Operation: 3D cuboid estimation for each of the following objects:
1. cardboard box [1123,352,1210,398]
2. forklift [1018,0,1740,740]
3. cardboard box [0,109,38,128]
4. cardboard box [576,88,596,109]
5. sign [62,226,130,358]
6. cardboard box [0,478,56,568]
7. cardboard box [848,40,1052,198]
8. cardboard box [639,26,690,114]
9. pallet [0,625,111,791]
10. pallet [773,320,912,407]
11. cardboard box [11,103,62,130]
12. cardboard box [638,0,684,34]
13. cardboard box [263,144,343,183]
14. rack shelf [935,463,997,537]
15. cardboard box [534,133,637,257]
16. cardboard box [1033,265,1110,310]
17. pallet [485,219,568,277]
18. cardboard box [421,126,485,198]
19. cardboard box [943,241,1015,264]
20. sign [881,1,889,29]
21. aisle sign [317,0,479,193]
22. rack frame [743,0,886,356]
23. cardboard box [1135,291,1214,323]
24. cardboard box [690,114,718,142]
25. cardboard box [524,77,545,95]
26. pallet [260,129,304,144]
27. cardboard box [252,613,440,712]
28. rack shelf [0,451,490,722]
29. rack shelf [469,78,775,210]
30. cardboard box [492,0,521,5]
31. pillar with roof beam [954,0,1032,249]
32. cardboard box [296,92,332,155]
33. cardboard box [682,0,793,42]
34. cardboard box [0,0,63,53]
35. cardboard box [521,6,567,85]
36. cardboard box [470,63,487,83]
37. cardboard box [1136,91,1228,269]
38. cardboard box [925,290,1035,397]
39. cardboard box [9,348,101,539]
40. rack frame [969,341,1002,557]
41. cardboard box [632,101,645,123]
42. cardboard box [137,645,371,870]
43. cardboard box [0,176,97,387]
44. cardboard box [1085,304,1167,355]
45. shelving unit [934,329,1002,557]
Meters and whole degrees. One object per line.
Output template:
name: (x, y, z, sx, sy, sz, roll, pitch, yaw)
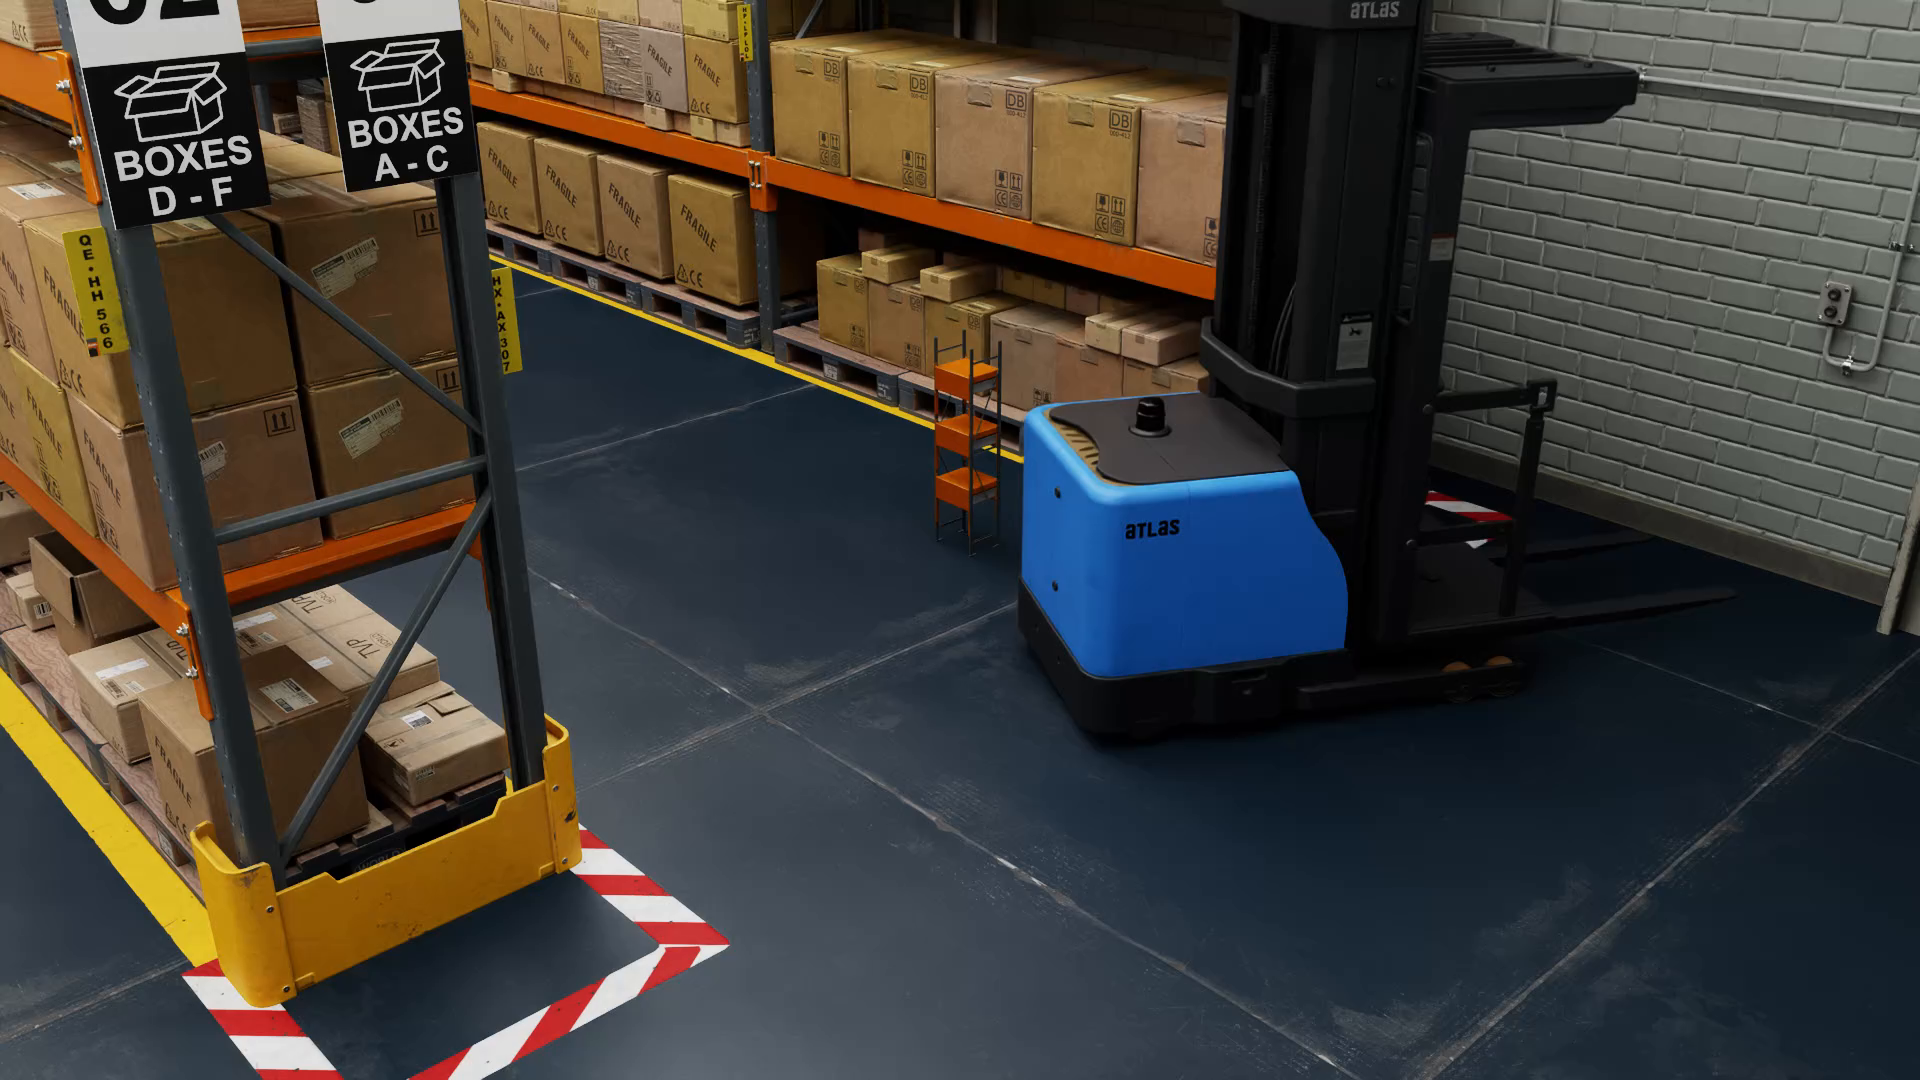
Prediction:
cardboard box: (1.277, -0.756, 8.799, 0.700, 0.500, 0.500, -21, 32, -38)
forklift: (1.828, -0.874, 6.634, 3.031, 2.935, 1.130, -6, 25, -13)
cardboard box: (-3.698, -1.290, 6.138, 0.500, 0.500, 0.500, -22, 33, -40)
cardboard box: (-2.527, -3.210, 11.951, 0.380, 0.149, 0.250, -21, 32, -38)
sign: (-2.204, -0.631, 4.244, 0.100, 0.325, 0.005, -21, 32, -38)
cardboard box: (-4.390, -0.112, 7.592, 0.500, 0.311, 0.500, -21, 32, -38)
cardboard box: (-0.052, -2.475, 9.701, 0.980, 0.700, 0.700, -22, 33, -40)
cardboard box: (-1.761, -3.141, 11.017, 0.500, 0.500, 0.500, -21, 32, -38)
pallet: (-3.212, 0.523, 6.850, 1.003, 0.211, 1.213, -21, 32, -38)
pallet: (-0.443, -1.209, 10.647, 1.003, 0.211, 1.213, -21, 32, -38)
cardboard box: (-3.288, -1.438, 6.462, 0.500, 0.500, 0.500, -21, 32, -38)
cardboard box: (-1.754, -3.488, 10.876, 0.500, 0.250, 0.500, -20, 31, -37)
cardboard box: (-2.259, -0.978, 5.455, 0.500, 0.500, 0.500, -21, 32, -38)
rack shelf: (0.037, -0.199, 8.116, 0.215, 0.259, 0.240, -21, 32, -38)
cardboard box: (-2.639, -2.628, 12.481, 0.750, 0.750, 0.750, -21, 32, -39)
cardboard box: (0.640, -1.454, 9.547, 0.380, 0.149, 0.250, -21, 32, -38)
pallet: (-3.156, -2.414, 13.286, 1.003, 0.211, 1.213, -21, 32, -38)
cardboard box: (-4.170, -3.209, 14.151, 0.700, 0.500, 0.500, -21, 32, -38)
cardboard box: (0.119, -1.685, 10.055, 0.380, 0.149, 0.250, -23, 33, -40)
sign: (-0.502, -3.318, 10.771, 0.100, 0.325, 0.005, -21, 32, -38)
aisle sign: (-1.524, -1.358, 4.480, 0.394, 0.787, 0.004, -21, 32, -38)
rack frame: (-0.906, -2.731, 10.621, 1.000, 3.000, 0.127, -21, 32, -38)
cardboard box: (1.161, -1.223, 9.042, 0.380, 0.149, 0.250, -21, 32, -38)
cardboard box: (-1.533, -2.717, 10.871, 0.380, 0.149, 0.250, -21, 32, -38)
cardboard box: (-3.036, -3.447, 12.471, 0.380, 0.149, 0.250, -22, 32, -39)
pallet: (-6.858, -4.079, 16.937, 1.003, 0.211, 1.213, -21, 32, -38)
cardboard box: (-2.291, 0.542, 6.231, 0.500, 0.250, 0.500, -21, 32, -38)
rack shelf: (-3.152, -0.391, 6.360, 1.077, 0.370, 4.000, -21, 32, -38)
rack shelf: (-2.273, -3.009, 12.099, 1.077, 0.370, 4.000, -21, 32, -38)
cardboard box: (-3.150, -4.100, 12.217, 0.500, 0.250, 0.500, -22, 32, -39)
pillar with roof beam: (-2.938, -4.272, 6.772, 9.100, 9.000, 0.400, -21, 32, -38)
cardboard box: (-5.858, -3.999, 15.883, 0.700, 0.500, 0.500, -20, 31, -37)
cardboard box: (-1.412, -3.331, 10.530, 0.500, 0.250, 0.500, -20, 31, -37)
cardboard box: (-2.329, -1.490, 4.468, 0.500, 0.250, 0.500, -21, 32, -38)
cardboard box: (-2.805, -3.601, 12.026, 0.500, 0.500, 0.500, -21, 32, -39)
cardboard box: (-3.584, -3.672, 12.963, 0.380, 0.149, 0.250, -22, 32, -39)
cardboard box: (1.472, -1.807, 8.235, 0.980, 0.700, 0.700, -20, 31, -36)
cardboard box: (0.221, -1.219, 9.815, 0.700, 0.500, 0.500, -20, 31, -37)
cardboard box: (-2.647, -0.372, 5.332, 0.500, 0.500, 0.500, -21, 32, -38)
rack frame: (0.120, -0.424, 7.916, 0.200, 1.050, 0.008, -21, 32, -38)
cardboard box: (-2.019, -2.965, 11.413, 0.380, 0.149, 0.250, -21, 32, -38)
cardboard box: (-2.337, 0.730, 5.518, 0.500, 0.500, 0.500, -21, 32, -38)
cardboard box: (-2.636, -0.822, 5.113, 0.500, 0.500, 0.500, -20, 31, -37)
cardboard box: (0.881, -1.116, 8.806, 0.380, 0.149, 0.250, -20, 31, -37)
shelving unit: (0.037, -0.461, 7.997, 0.215, 1.050, 0.252, -21, 32, -38)
